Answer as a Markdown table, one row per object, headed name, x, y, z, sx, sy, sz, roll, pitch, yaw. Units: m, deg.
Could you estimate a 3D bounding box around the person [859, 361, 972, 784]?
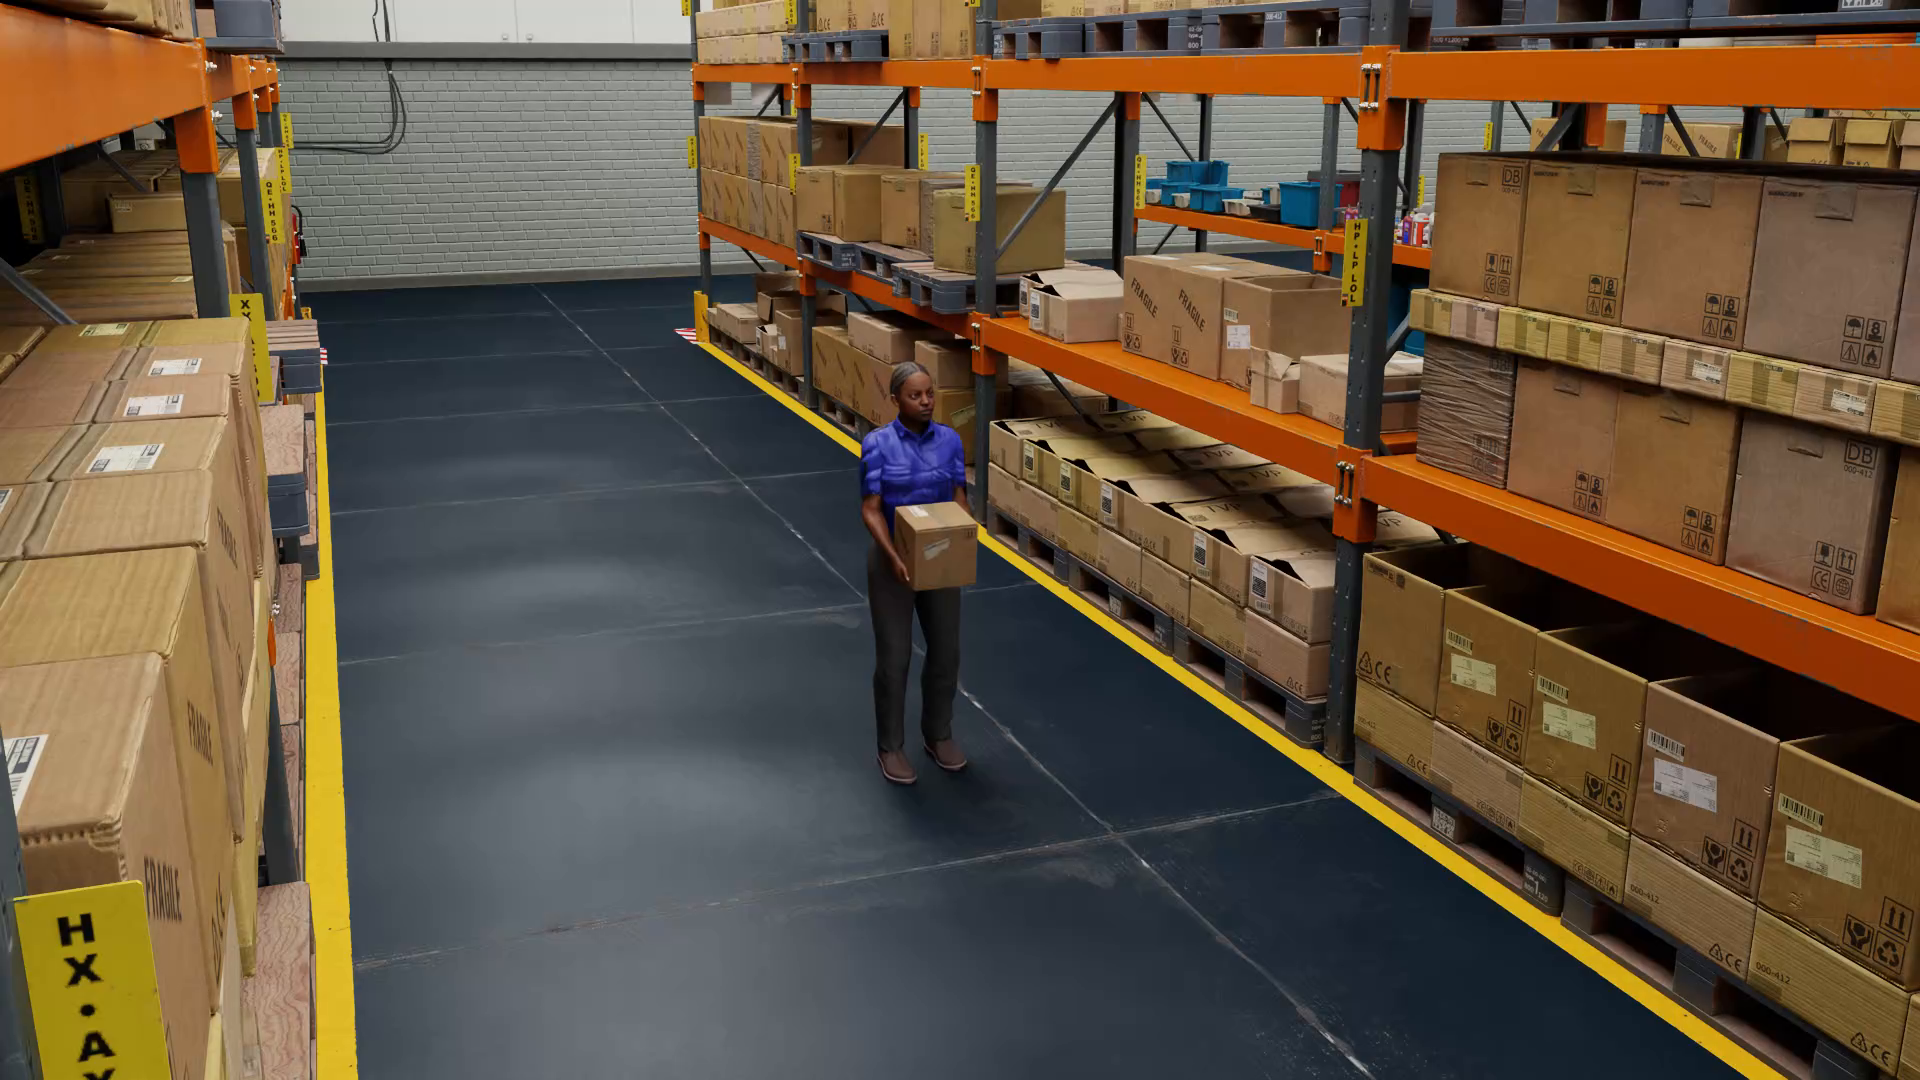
| name | x | y | z | sx | sy | sz | roll | pitch | yaw |
| --- | --- | --- | --- | --- | --- | --- | --- | --- | --- |
| person | -0.157 | 0.138 | 6.562 | 0.449 | 1.655 | 0.500 | -6 | 17 | -20 |
